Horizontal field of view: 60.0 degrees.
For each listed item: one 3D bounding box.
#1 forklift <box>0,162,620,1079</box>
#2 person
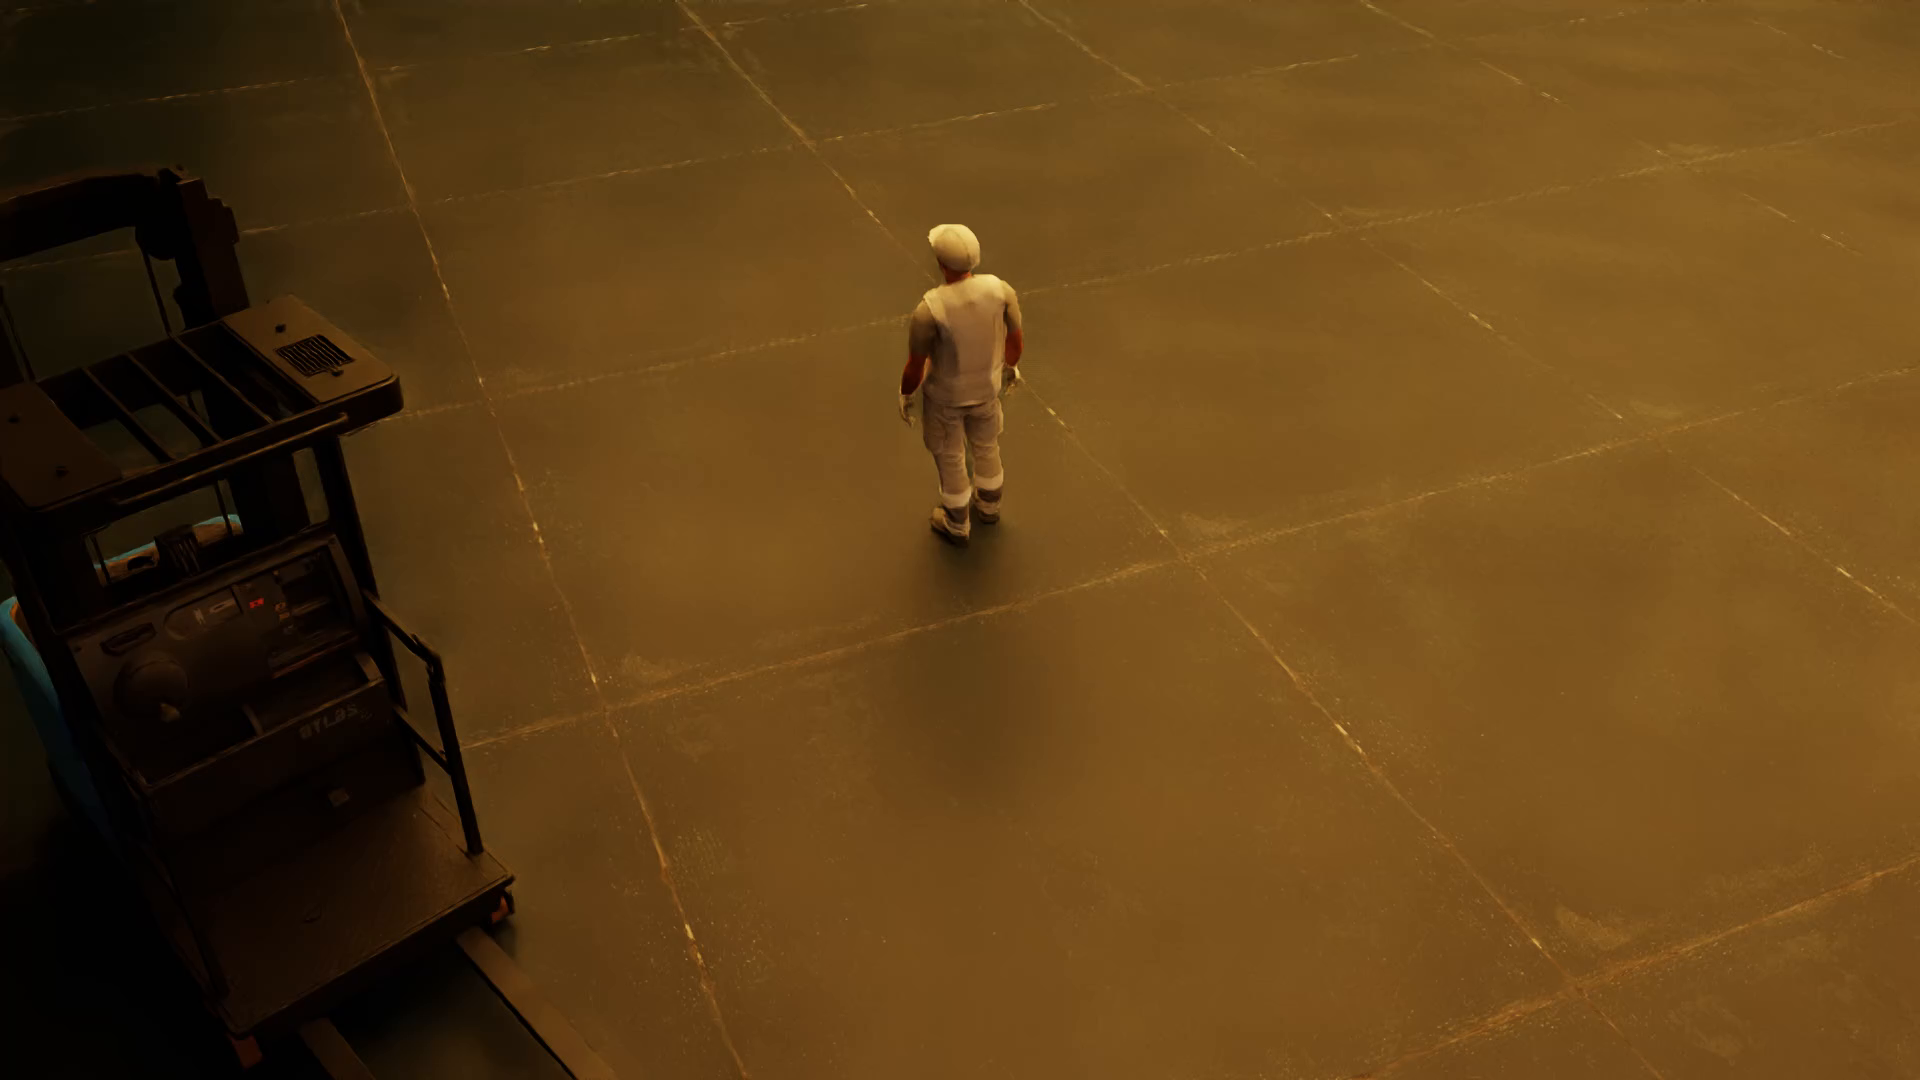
[{"bbox_3d":[-2.390,0.364,5.587,1.130,2.935,3.031,-28,44,-34],"label":"forklift"},{"bbox_3d":[-0.021,-0.780,8.169,0.637,1.787,0.563,-14,38,-19],"label":"person"}]
